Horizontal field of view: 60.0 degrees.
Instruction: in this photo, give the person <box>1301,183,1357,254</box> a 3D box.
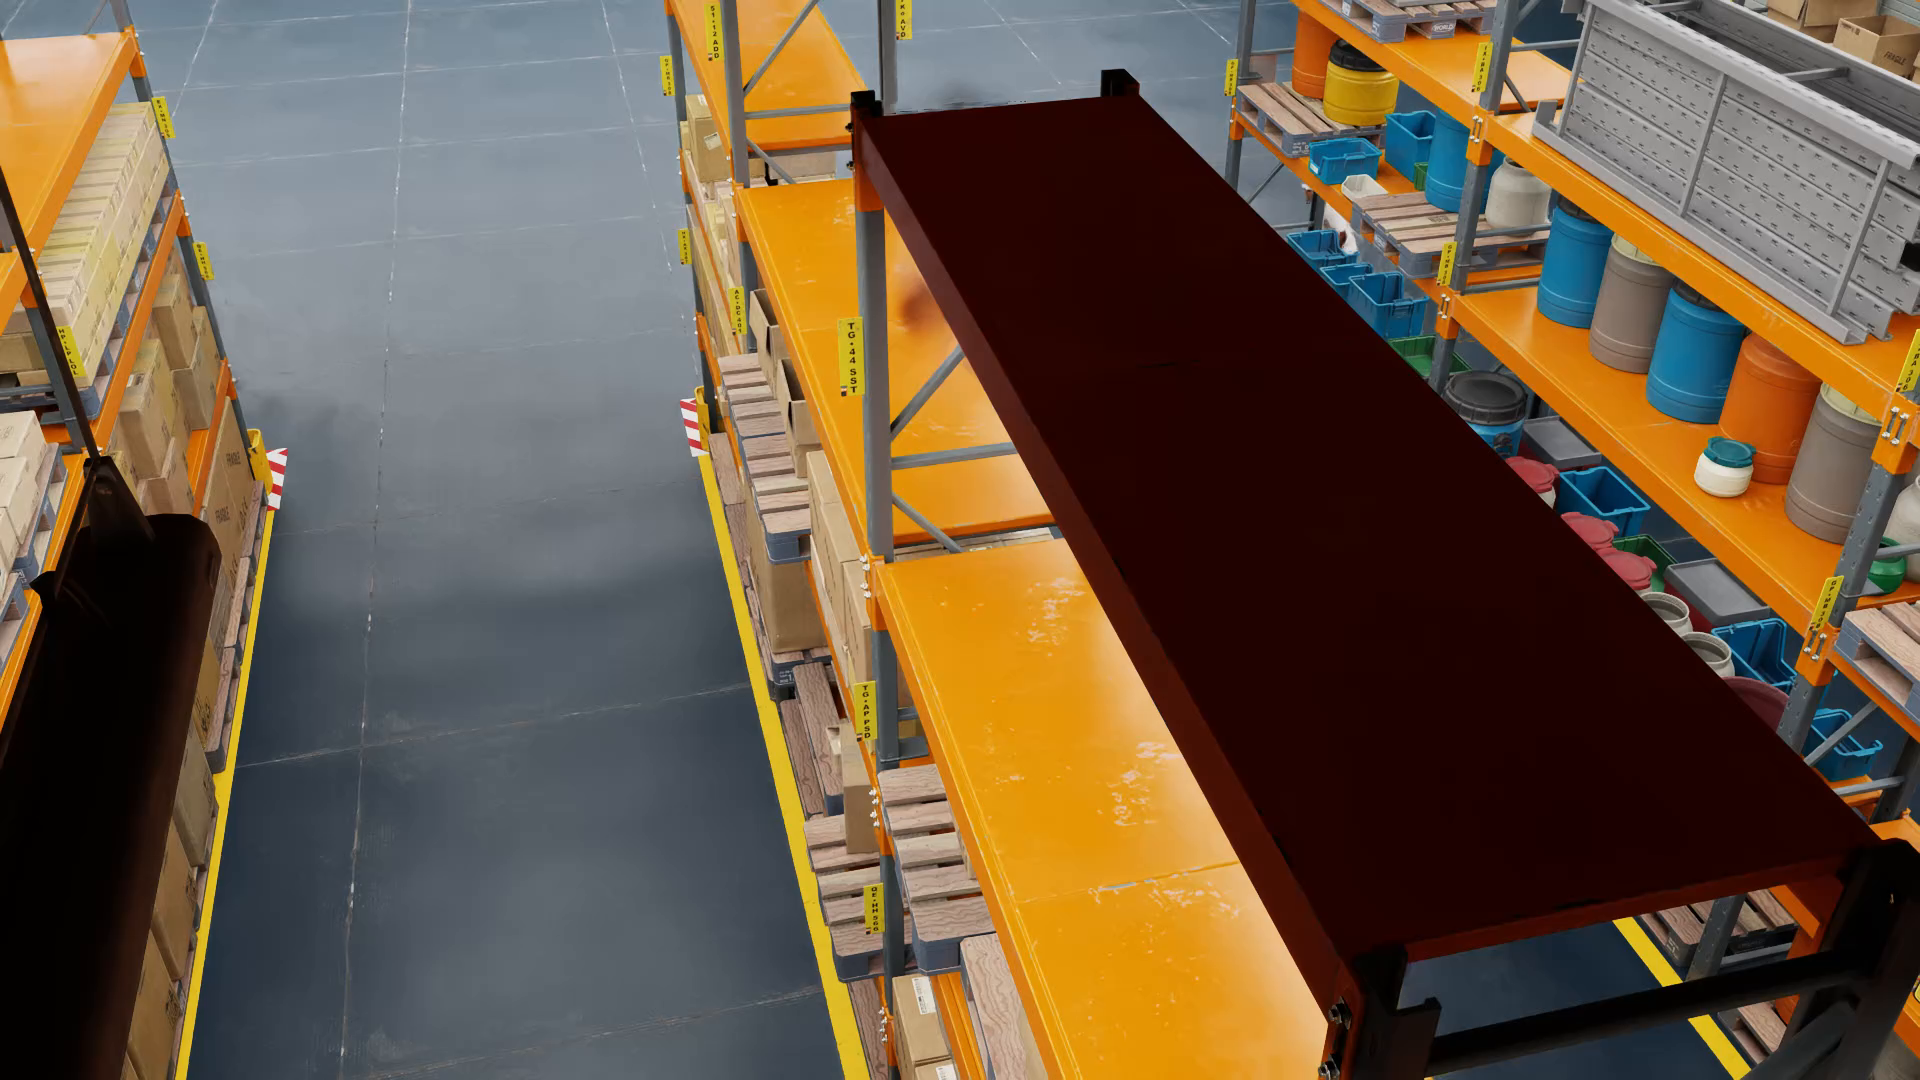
[{"bbox_3d":[3.896,-2.885,16.849,1.038,1.711,0.726,5,35,8],"label":"person"}]
